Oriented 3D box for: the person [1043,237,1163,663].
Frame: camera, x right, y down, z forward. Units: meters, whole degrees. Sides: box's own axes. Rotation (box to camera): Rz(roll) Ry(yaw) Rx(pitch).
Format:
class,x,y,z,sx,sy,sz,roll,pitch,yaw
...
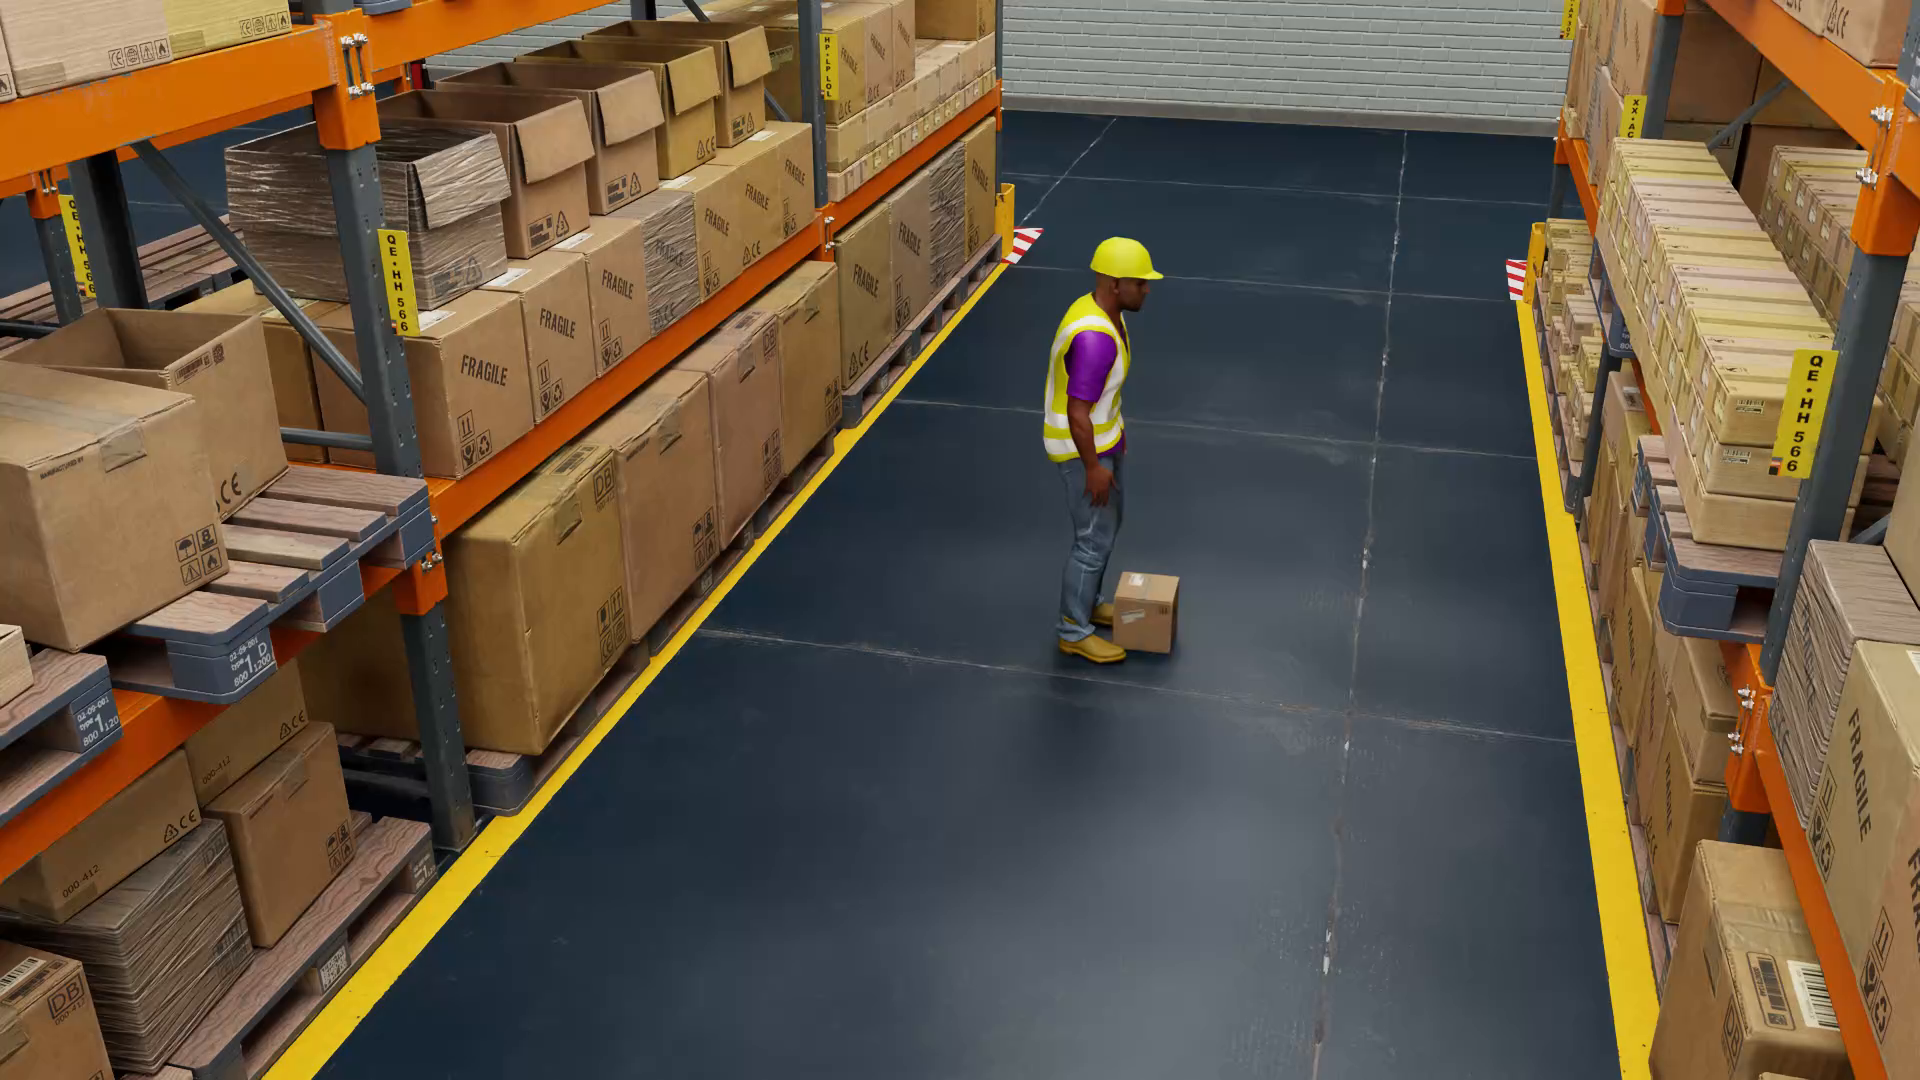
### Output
class,x,y,z,sx,sy,sz,roll,pitch,yaw
person,0.577,-0.390,6.916,0.455,1.760,0.613,5,26,11
